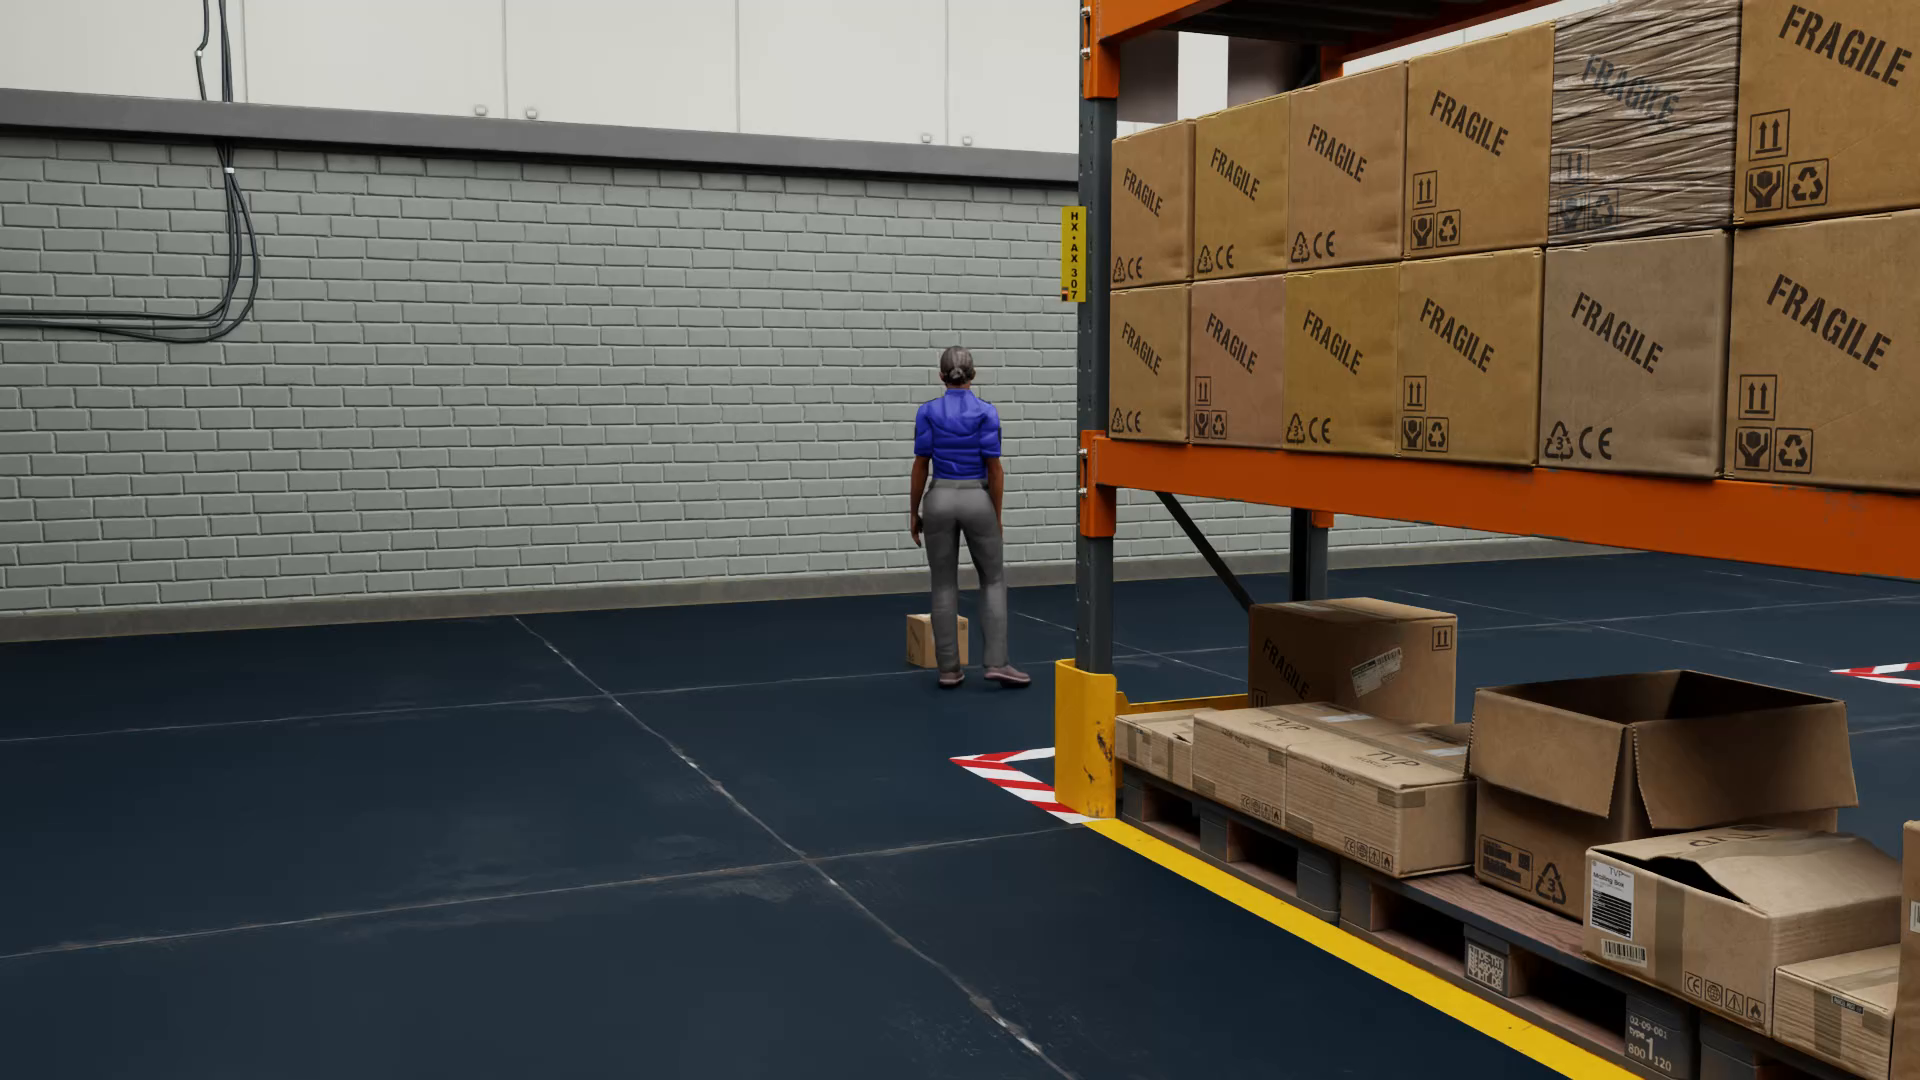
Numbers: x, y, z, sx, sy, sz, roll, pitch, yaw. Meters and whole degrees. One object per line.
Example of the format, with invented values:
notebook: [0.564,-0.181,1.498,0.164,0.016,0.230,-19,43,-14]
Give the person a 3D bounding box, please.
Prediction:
person: [0.049,-0.109,8.147,0.592,1.677,0.319,1,6,6]
